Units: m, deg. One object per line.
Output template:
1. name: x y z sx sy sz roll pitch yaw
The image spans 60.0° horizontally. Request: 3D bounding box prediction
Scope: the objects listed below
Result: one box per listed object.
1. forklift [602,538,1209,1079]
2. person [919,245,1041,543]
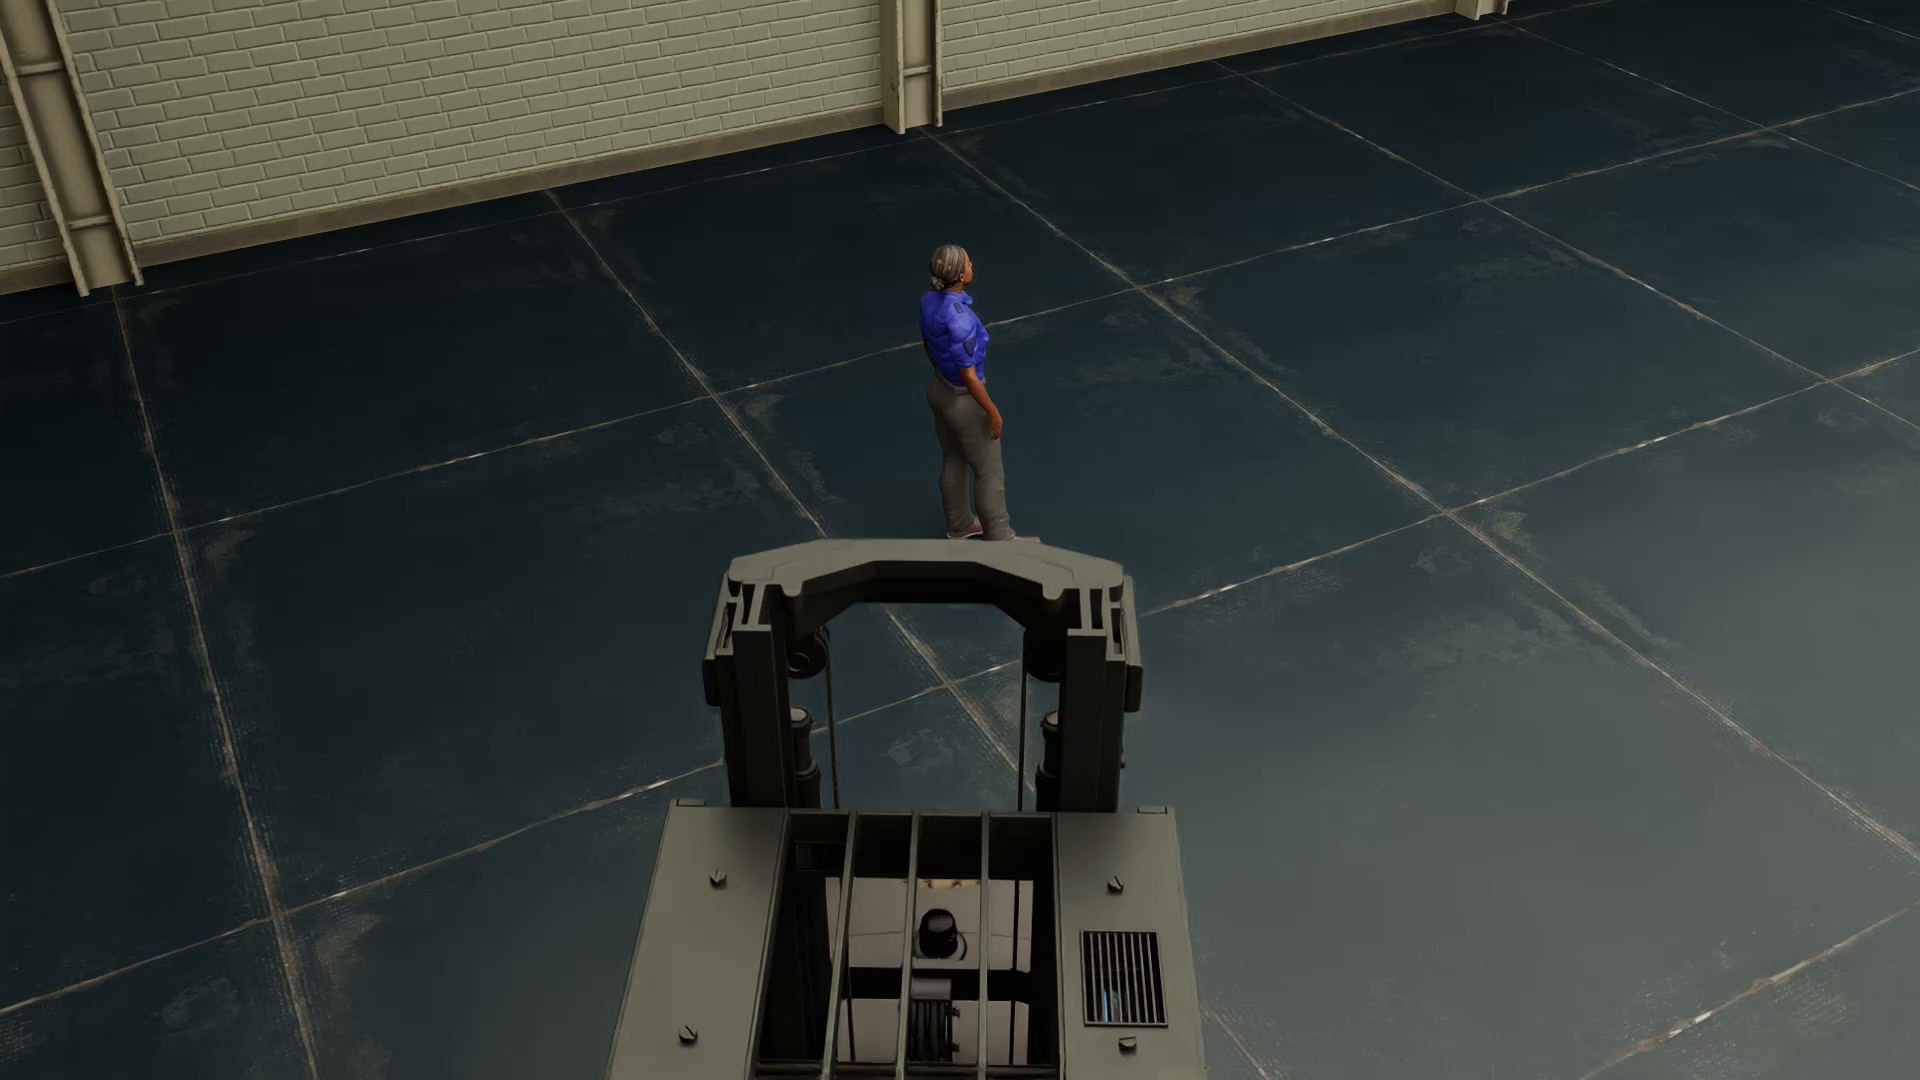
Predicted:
1. forklift: -0.089 1.575 3.895 1.130 2.935 3.031 1 35 1
2. person: 0.087 -0.695 8.200 0.504 1.654 0.569 -17 39 -23
